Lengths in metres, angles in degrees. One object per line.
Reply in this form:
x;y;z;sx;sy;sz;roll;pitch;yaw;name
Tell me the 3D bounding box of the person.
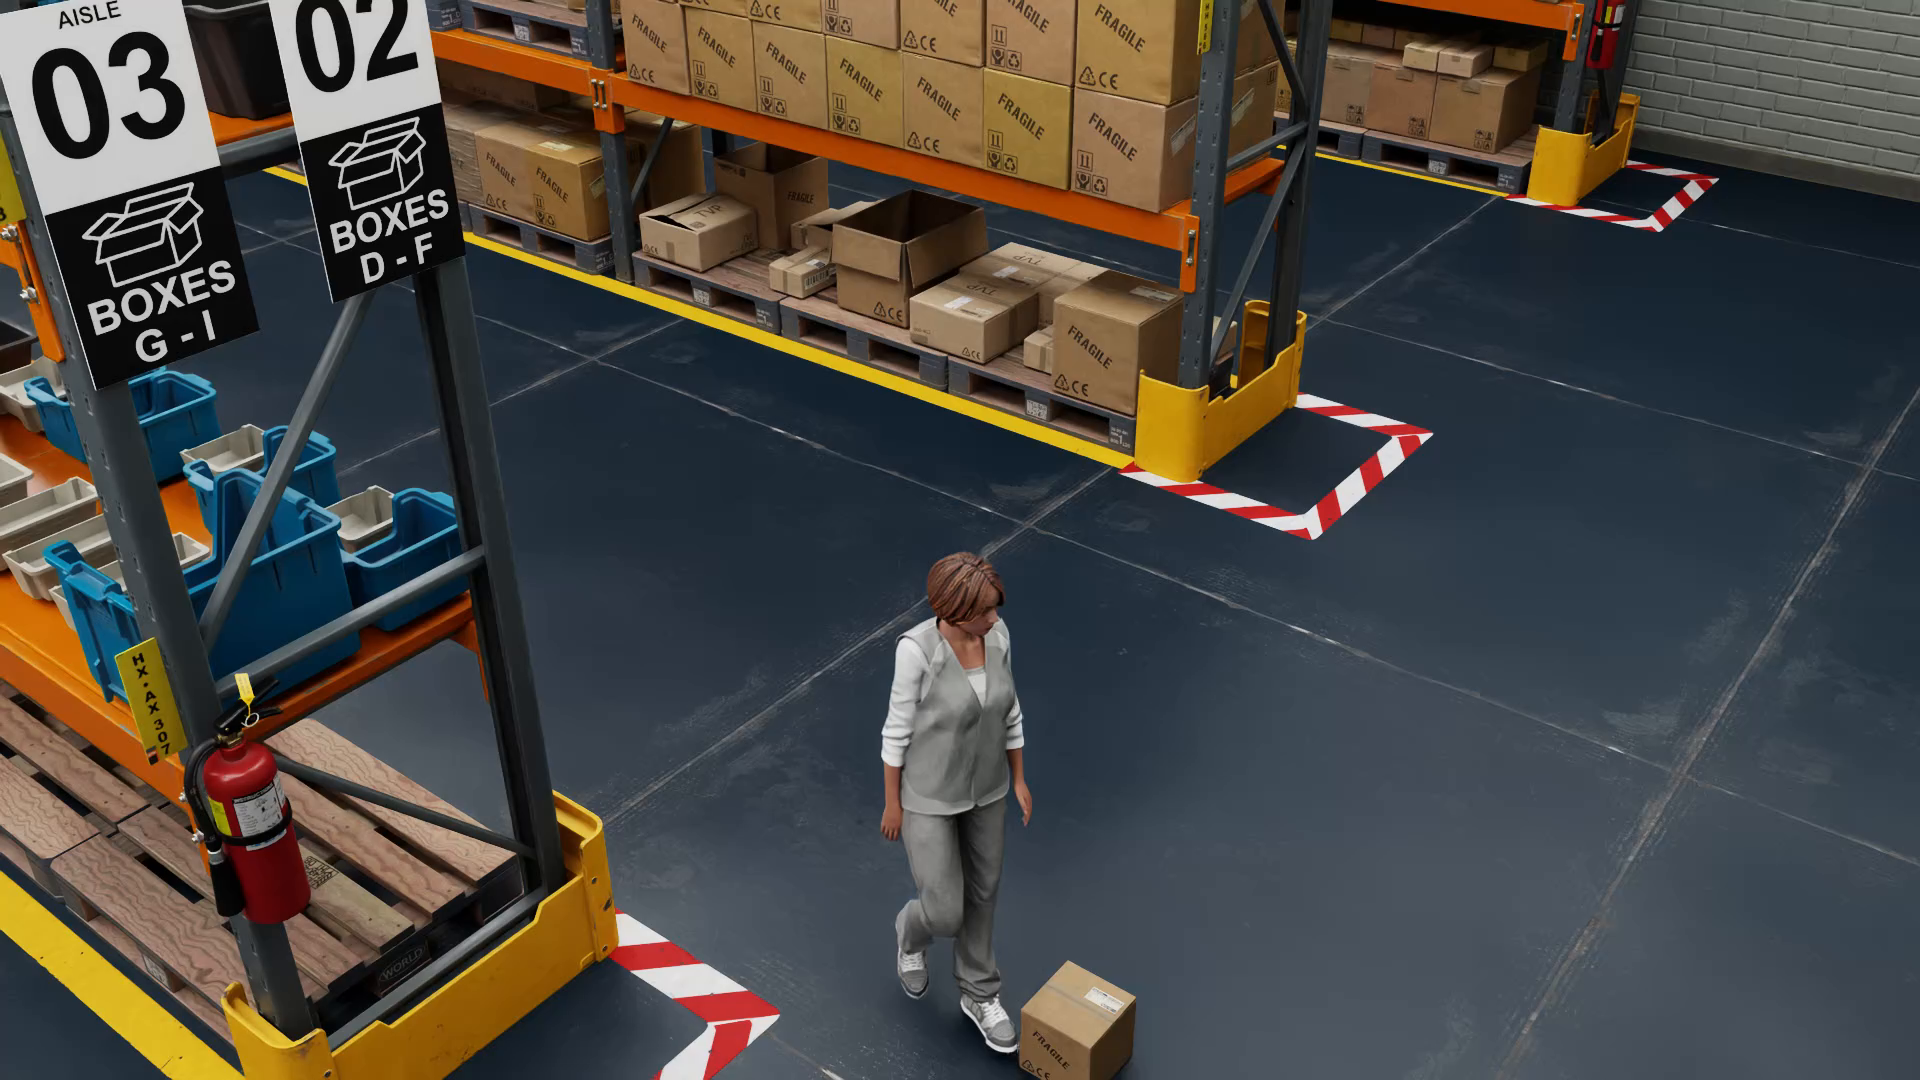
0.032;0.777;4.840;0.469;1.593;0.515;-20;37;-30;person
